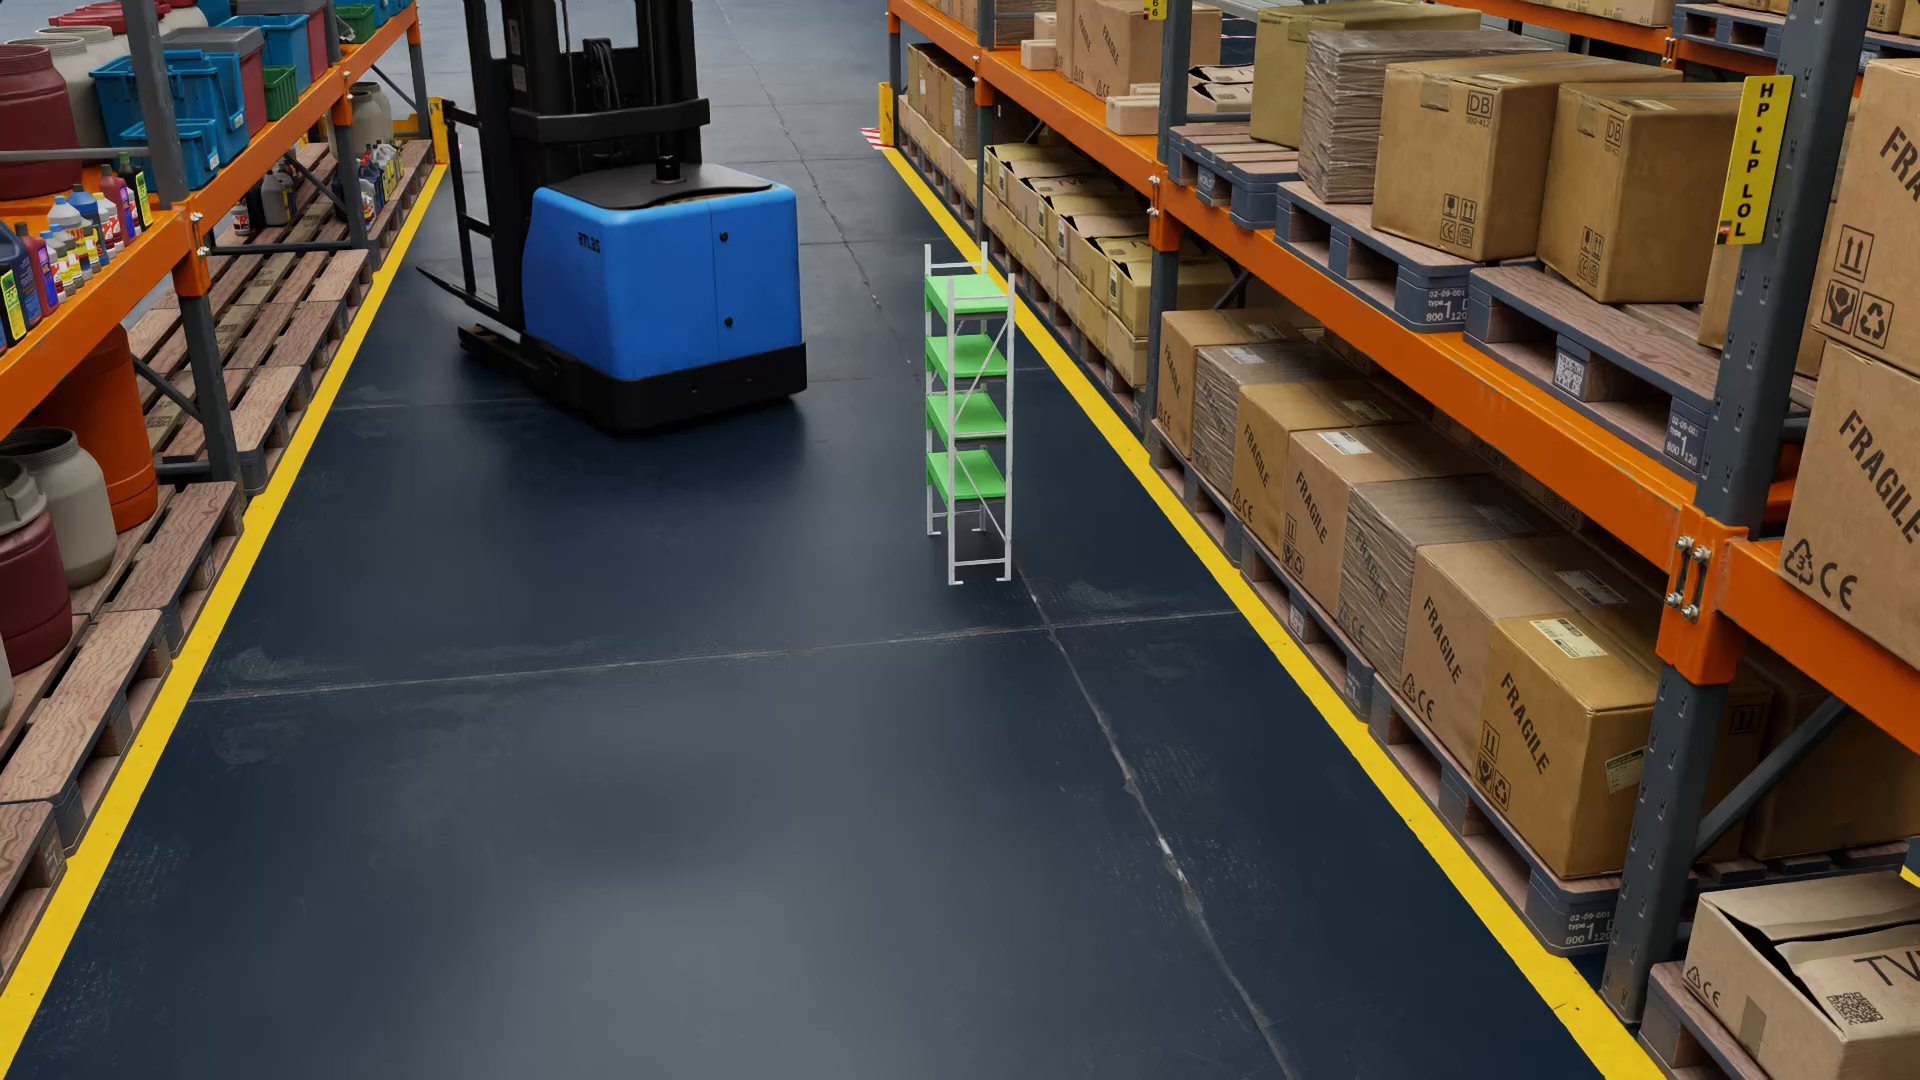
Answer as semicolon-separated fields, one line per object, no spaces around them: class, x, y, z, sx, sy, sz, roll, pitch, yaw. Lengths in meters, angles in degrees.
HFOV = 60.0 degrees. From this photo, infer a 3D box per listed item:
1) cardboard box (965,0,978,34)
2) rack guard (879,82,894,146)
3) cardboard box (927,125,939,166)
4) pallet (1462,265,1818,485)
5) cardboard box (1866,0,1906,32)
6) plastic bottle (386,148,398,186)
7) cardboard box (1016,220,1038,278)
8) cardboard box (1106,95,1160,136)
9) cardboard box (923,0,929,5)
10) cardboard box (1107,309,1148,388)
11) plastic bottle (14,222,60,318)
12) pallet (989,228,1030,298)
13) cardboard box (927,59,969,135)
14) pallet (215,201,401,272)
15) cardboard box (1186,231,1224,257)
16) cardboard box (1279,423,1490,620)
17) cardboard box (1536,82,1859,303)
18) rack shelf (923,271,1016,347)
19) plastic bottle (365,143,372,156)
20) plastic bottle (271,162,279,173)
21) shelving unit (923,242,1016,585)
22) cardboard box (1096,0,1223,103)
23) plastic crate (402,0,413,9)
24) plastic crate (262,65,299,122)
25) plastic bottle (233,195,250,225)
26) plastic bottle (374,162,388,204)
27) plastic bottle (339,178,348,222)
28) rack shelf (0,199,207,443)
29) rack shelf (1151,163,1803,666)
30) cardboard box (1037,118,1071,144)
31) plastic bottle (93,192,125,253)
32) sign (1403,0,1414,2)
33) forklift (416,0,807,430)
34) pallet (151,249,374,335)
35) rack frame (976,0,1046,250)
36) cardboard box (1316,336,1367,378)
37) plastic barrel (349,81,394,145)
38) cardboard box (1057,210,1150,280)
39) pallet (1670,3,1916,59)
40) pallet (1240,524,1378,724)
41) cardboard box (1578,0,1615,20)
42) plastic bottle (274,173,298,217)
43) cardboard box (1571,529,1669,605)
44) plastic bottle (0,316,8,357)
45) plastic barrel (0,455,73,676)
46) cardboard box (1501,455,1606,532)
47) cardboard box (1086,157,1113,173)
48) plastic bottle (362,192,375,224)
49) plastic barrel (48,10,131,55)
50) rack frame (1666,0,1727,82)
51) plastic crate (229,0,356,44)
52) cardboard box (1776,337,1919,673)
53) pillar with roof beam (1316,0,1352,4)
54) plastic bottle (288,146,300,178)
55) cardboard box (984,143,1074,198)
cardboard box;0.423;-3.824;11.634;0.700;0.500;0.500;-5;24;-10
rack guard;-0.129;-3.835;14.906;1.175;0.500;0.348;-4;24;-10
cardboard box;0.032;-3.086;12.978;0.500;0.250;0.500;-4;24;-10
pallet;2.054;-0.485;4.353;1.003;0.211;1.213;-4;24;-10
cardboard box;5.792;-3.333;9.960;0.700;0.500;0.500;-1;24;-2
plastic bottle;-4.177;-2.714;12.069;0.152;0.276;0.135;-5;24;-11
cardboard box;0.638;-1.748;9.916;0.500;0.250;0.500;-5;24;-11
cardboard box;0.917;-2.042;7.993;0.380;0.149;0.250;-4;24;-10
cardboard box;0.051;-4.626;13.469;0.700;0.500;0.500;-4;24;-8
cardboard box;1.018;-0.946;8.078;0.500;0.250;0.500;-4;24;-8
plastic bottle;-2.808;-0.829;5.045;0.061;0.283;0.133;-4;24;-10
pallet;0.790;-1.833;10.683;1.003;0.211;1.213;-4;24;-10
cardboard box;0.031;-3.429;12.828;0.500;0.500;0.500;-4;24;-10
pallet;-4.337;-2.022;11.116;1.003;0.211;1.213;-4;24;-10
cardboard box;1.441;-1.447;8.526;0.500;0.311;0.500;-5;24;-11
cardboard box;1.450;-0.072;5.741;0.500;0.500;0.500;-5;24;-12
cardboard box;2.037;-0.958;4.546;0.700;0.500;0.500;-1;24;-1
rack shelf;0.031;-0.866;6.194;0.258;0.148;0.480;-4;24;-10
plastic bottle;-4.307;-2.763;12.174;0.061;0.283;0.133;-4;24;-10
plastic bottle;-4.777;-2.485;11.545;0.152;0.276;0.135;-4;24;-9
shelving unit;0.031;-0.485;6.361;0.258;1.200;0.503;-4;24;-10
cardboard box;1.029;-2.529;8.668;0.500;0.500;0.500;-6;24;-13
plastic crate;-4.606;-4.363;13.178;0.499;0.251;0.616;-4;24;-10
plastic crate;-3.654;-2.271;8.467;0.450;0.188;0.662;-4;24;-10
plastic bottle;-4.667;-2.154;10.779;0.061;0.283;0.133;-3;24;-7
plastic bottle;-4.019;-2.480;11.524;0.061;0.283;0.133;-3;24;-7
plastic bottle;-4.073;-2.264;11.030;0.061;0.283;0.133;-4;24;-10
rack shelf;-3.144;-0.343;4.686;1.077;0.370;4.000;-4;24;-10
rack shelf;1.725;-0.708;5.522;1.077;0.370;4.000;-4;24;-10
cardboard box;0.837;-2.879;11.568;0.500;0.500;0.500;-4;24;-10
plastic bottle;-2.974;-1.103;5.776;0.097;0.201;0.097;0;24;0
sign;1.886;-2.362;7.064;0.100;0.325;0.005;-4;24;-10
forklift;-2.063;-2.382;8.542;1.130;2.935;3.031;-17;29;-34
pallet;-4.070;-1.449;9.803;1.003;0.211;1.213;-4;24;-10
rack frame;0.615;-3.398;10.782;1.000;3.000;0.127;-4;24;-10
cardboard box;1.759;-0.530;6.789;0.500;0.500;0.500;-3;24;-8
plastic barrel;-4.796;-3.405;13.382;0.421;0.512;0.421;0;24;0
cardboard box;0.823;-1.604;8.885;0.500;0.311;0.500;-4;24;-10
pallet;5.481;-3.366;10.950;1.003;0.211;1.213;-4;24;-10
pallet;1.678;0.229;5.962;1.003;0.211;1.213;-4;24;-10
cardboard box;5.013;-4.067;12.476;0.500;0.250;0.500;-4;24;-10
plastic bottle;-4.550;-2.314;11.154;0.152;0.276;0.135;-4;24;-10
cardboard box;2.135;0.276;4.944;0.500;0.500;0.500;-4;24;-9
plastic bottle;-2.761;-0.669;4.595;0.144;0.351;0.185;-4;24;-10
plastic barrel;-3.198;0.089;5.287;0.600;0.588;0.708;-4;24;-10
cardboard box;2.060;-0.252;5.216;0.500;0.250;0.500;-4;24;-10
cardboard box;1.074;-2.245;10.352;0.500;0.311;0.500;-4;24;-8
plastic bottle;-3.919;-2.189;10.962;0.097;0.201;0.097;0;24;0
plastic barrel;-4.076;-2.243;7.969;0.433;0.535;0.433;0;24;0
rack frame;5.483;-3.766;11.624;1.000;3.000;0.127;-4;24;-10
plastic crate;-4.225;-3.219;10.451;0.767;0.338;0.504;-4;24;-10
cardboard box;1.921;-0.076;3.052;0.500;0.500;0.500;-4;24;-8
pillar with roof beam;0.382;-9.918;18.216;9.100;9.000;0.400;-4;24;-10
plastic bottle;-4.964;-2.821;12.320;0.097;0.271;0.097;0;24;0
cardboard box;0.447;-2.406;10.721;0.500;0.311;0.500;-4;24;-10
